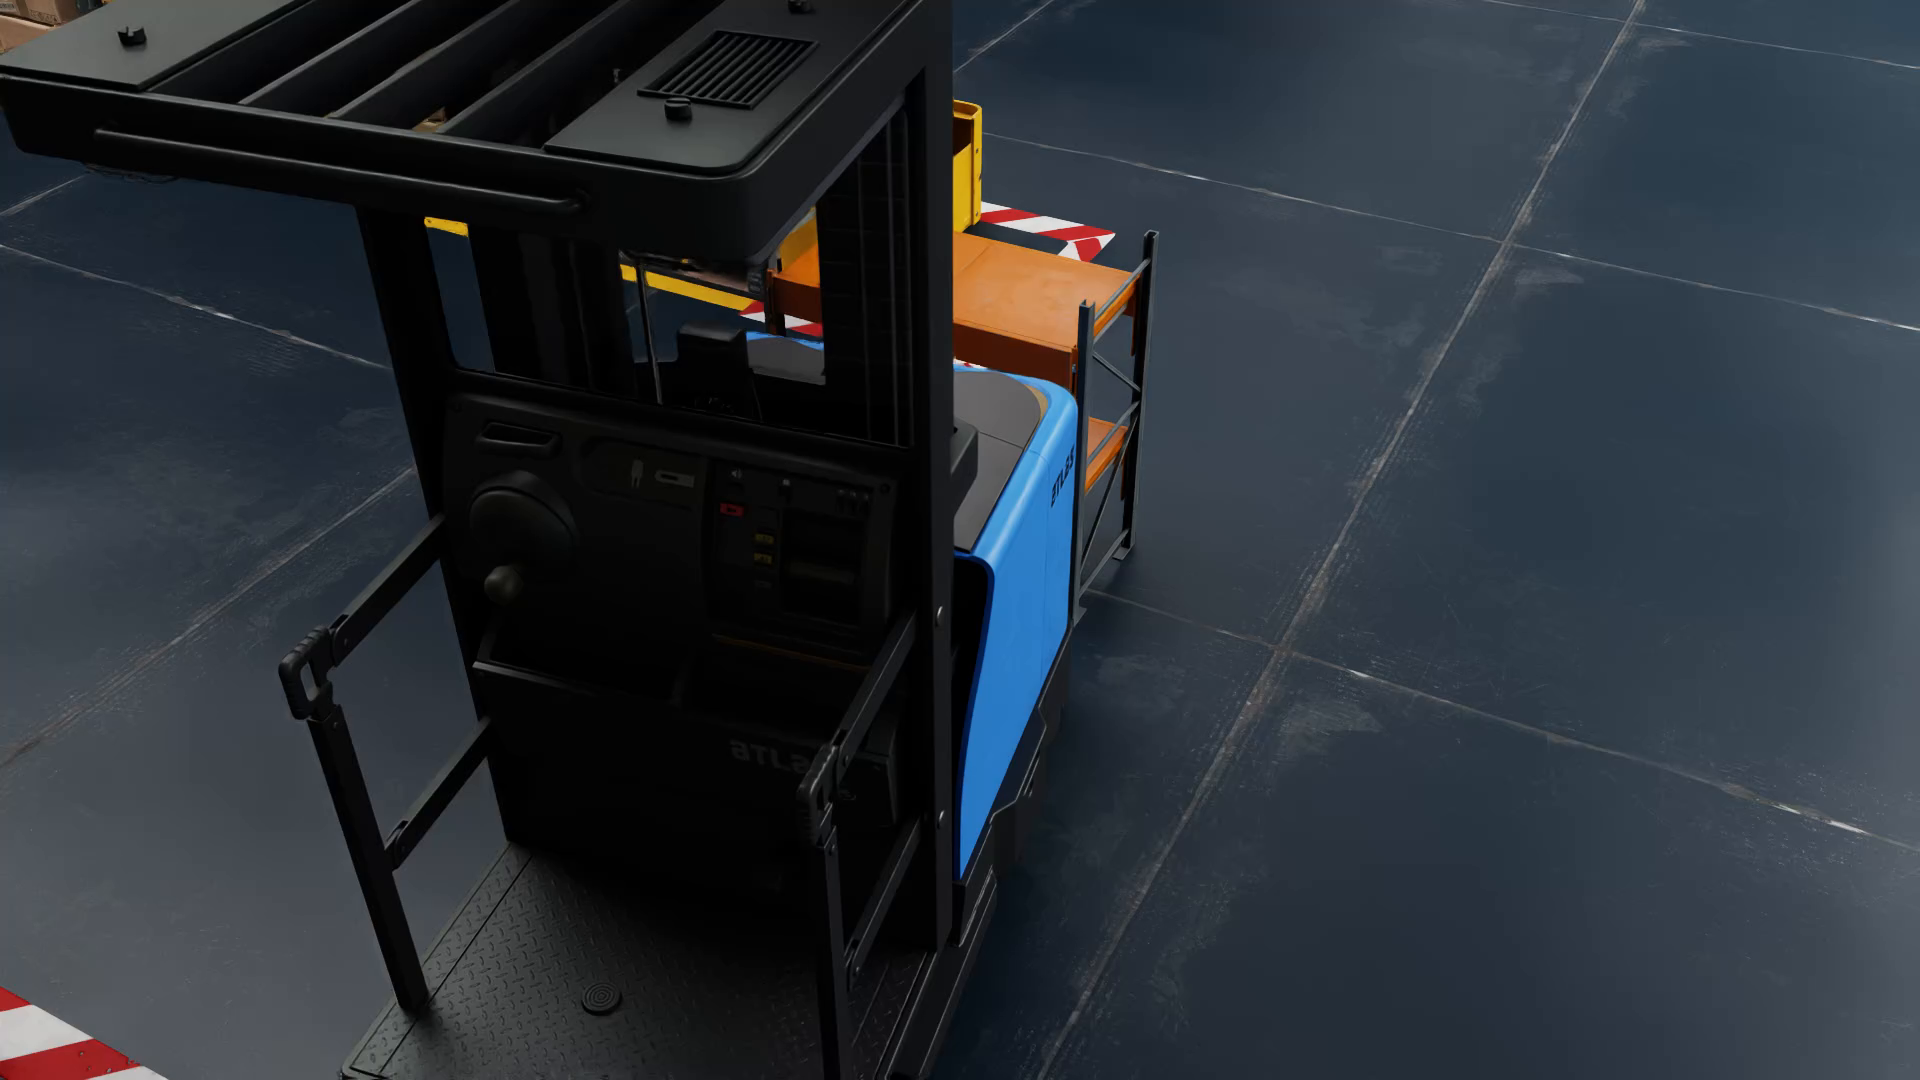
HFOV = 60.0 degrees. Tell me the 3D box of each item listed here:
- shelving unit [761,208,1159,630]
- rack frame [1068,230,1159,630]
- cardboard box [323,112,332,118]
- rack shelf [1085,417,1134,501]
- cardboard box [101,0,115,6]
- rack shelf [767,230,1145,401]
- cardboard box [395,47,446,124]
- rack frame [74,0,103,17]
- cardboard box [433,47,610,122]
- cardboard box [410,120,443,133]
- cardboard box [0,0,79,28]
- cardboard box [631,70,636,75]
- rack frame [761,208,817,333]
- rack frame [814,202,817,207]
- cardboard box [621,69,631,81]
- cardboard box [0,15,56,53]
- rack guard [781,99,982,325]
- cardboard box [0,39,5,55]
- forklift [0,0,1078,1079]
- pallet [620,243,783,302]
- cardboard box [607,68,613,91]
[{"bbox_3d":[-0.006,-0.450,5.139,1.048,1.125,0.538,17,41,21],"label":"shelving unit"},{"bbox_3d":[0.445,-0.309,4.953,0.032,1.125,0.500,17,41,21],"label":"rack frame"},{"bbox_3d":[-2.723,-1.992,7.547,0.500,0.250,0.500,17,41,21],"label":"cardboard box"},{"bbox_3d":[-0.006,-0.255,5.287,1.000,0.278,0.538,17,41,21],"label":"rack shelf"},{"bbox_3d":[-3.611,-2.569,7.687,0.500,0.500,0.500,17,41,21],"label":"cardboard box"},{"bbox_3d":[-0.006,-0.683,4.962,1.000,0.278,0.538,17,41,21],"label":"rack shelf"},{"bbox_3d":[-2.278,-2.153,7.139,0.500,0.500,0.500,17,41,21],"label":"cardboard box"},{"bbox_3d":[-3.879,-3.495,7.601,0.127,3.000,1.000,17,41,21],"label":"rack frame"},{"bbox_3d":[-1.835,-2.013,6.955,0.500,0.500,0.500,17,41,21],"label":"cardboard box"},{"bbox_3d":[-2.277,-1.856,7.368,0.500,0.250,0.500,17,41,21],"label":"cardboard box"},{"bbox_3d":[-4.370,-2.749,8.081,0.500,0.311,0.500,17,41,21],"label":"cardboard box"},{"bbox_3d":[-0.940,-1.743,6.599,0.500,0.500,0.500,17,41,21],"label":"cardboard box"},{"bbox_3d":[-0.457,-0.591,5.325,0.032,1.125,0.500,17,41,21],"label":"rack frame"},{"bbox_3d":[-0.327,-2.383,6.135,0.127,3.000,1.000,17,41,21],"label":"rack frame"},{"bbox_3d":[-1.146,-2.160,7.149,0.500,0.500,0.500,17,41,21],"label":"cardboard box"},{"bbox_3d":[-4.380,-2.527,8.252,0.500,0.250,0.500,17,40,21],"label":"cardboard box"},{"bbox_3d":[-0.306,-1.381,6.882,0.348,0.500,1.175,17,41,21],"label":"rack guard"},{"bbox_3d":[-4.829,-2.669,8.438,0.500,0.250,0.500,17,40,21],"label":"cardboard box"},{"bbox_3d":[-0.626,0.046,2.992,1.130,2.935,3.031,11,39,14],"label":"forklift"},{"bbox_3d":[-1.025,-1.463,7.229,1.213,0.211,1.003,17,41,21],"label":"pallet"},{"bbox_3d":[-1.596,-2.293,7.323,0.500,0.500,0.500,17,41,21],"label":"cardboard box"}]
